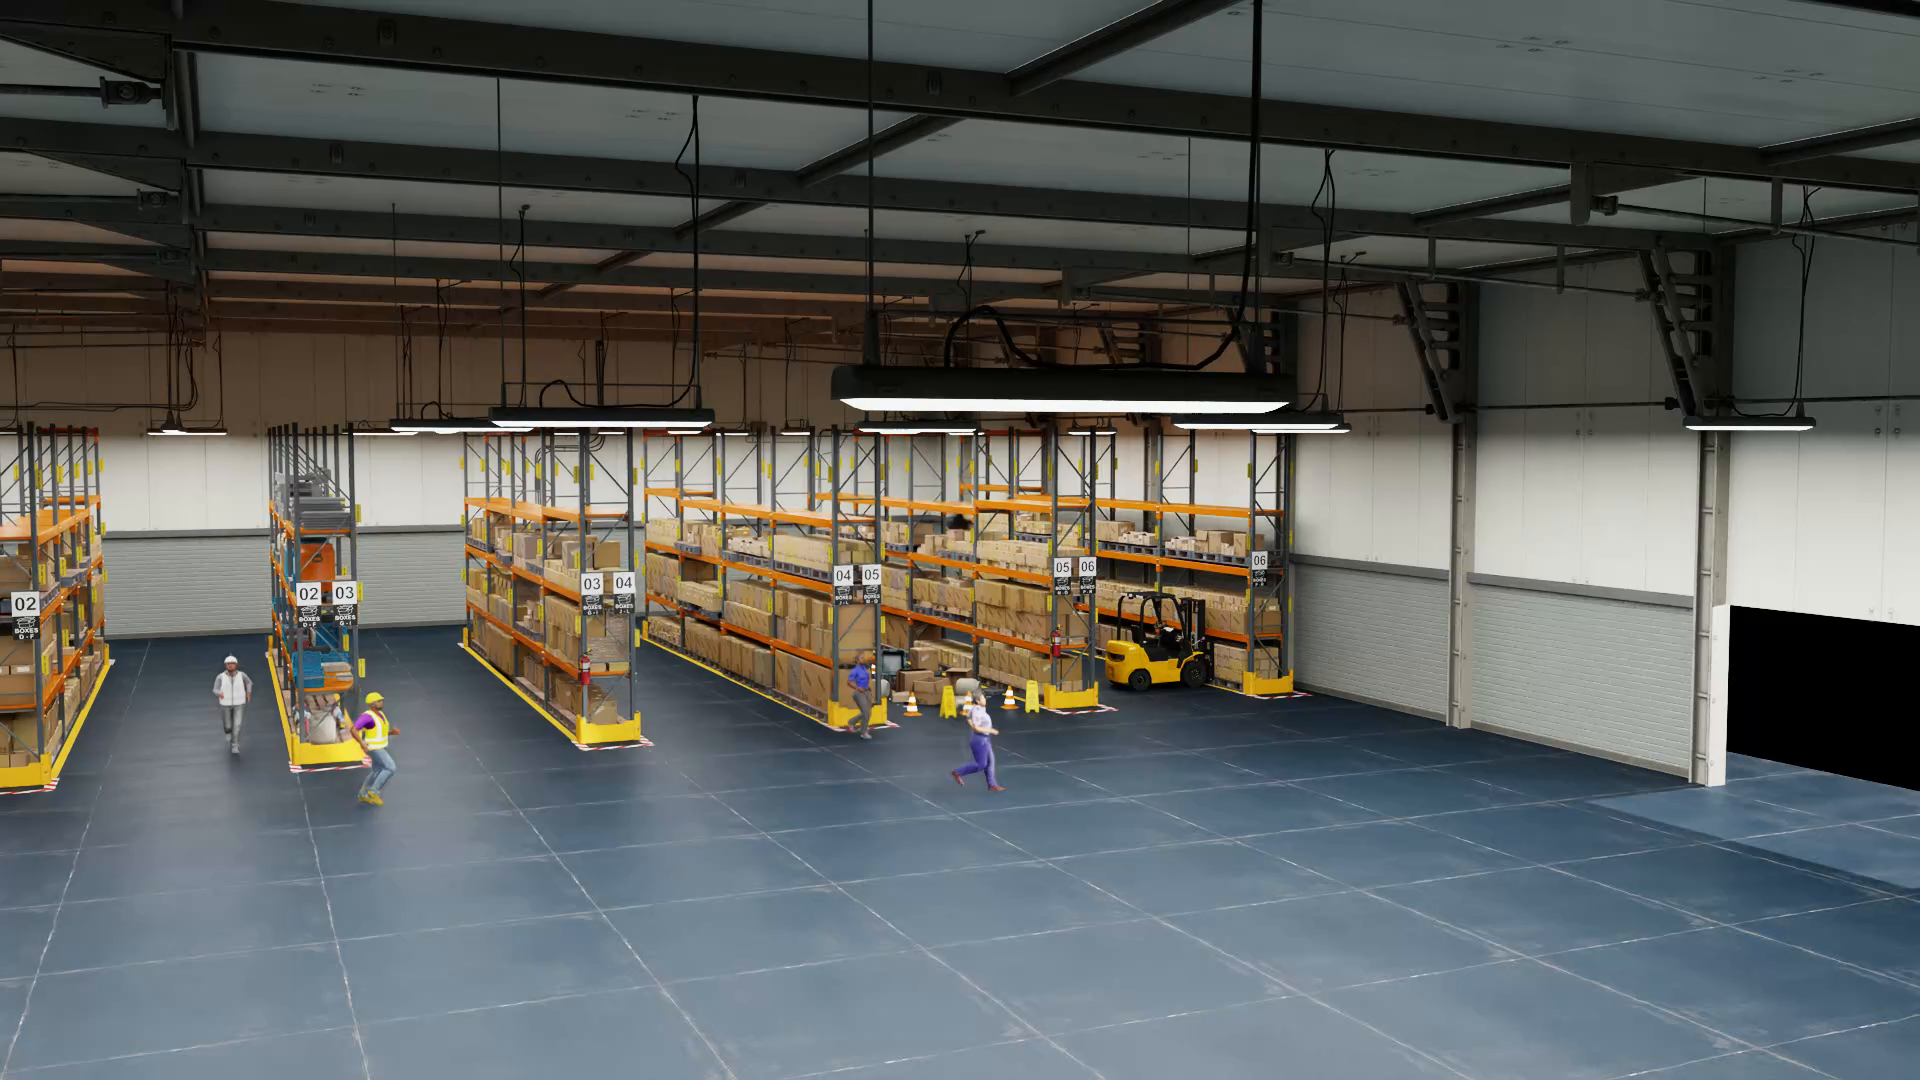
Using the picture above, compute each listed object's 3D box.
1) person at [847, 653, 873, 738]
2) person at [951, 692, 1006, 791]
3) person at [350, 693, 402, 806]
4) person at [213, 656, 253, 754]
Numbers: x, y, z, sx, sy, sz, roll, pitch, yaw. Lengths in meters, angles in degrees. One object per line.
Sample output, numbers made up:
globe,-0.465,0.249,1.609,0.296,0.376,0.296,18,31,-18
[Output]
person,-1.914,2.990,31.868,0.550,1.640,0.600,2,4,26
person,0.316,3.271,26.837,0.866,1.602,0.609,0,3,2
person,-9.065,3.258,25.914,0.697,1.765,0.676,0,3,-2
person,-13.279,2.990,30.379,0.676,1.741,0.971,-2,4,-24
